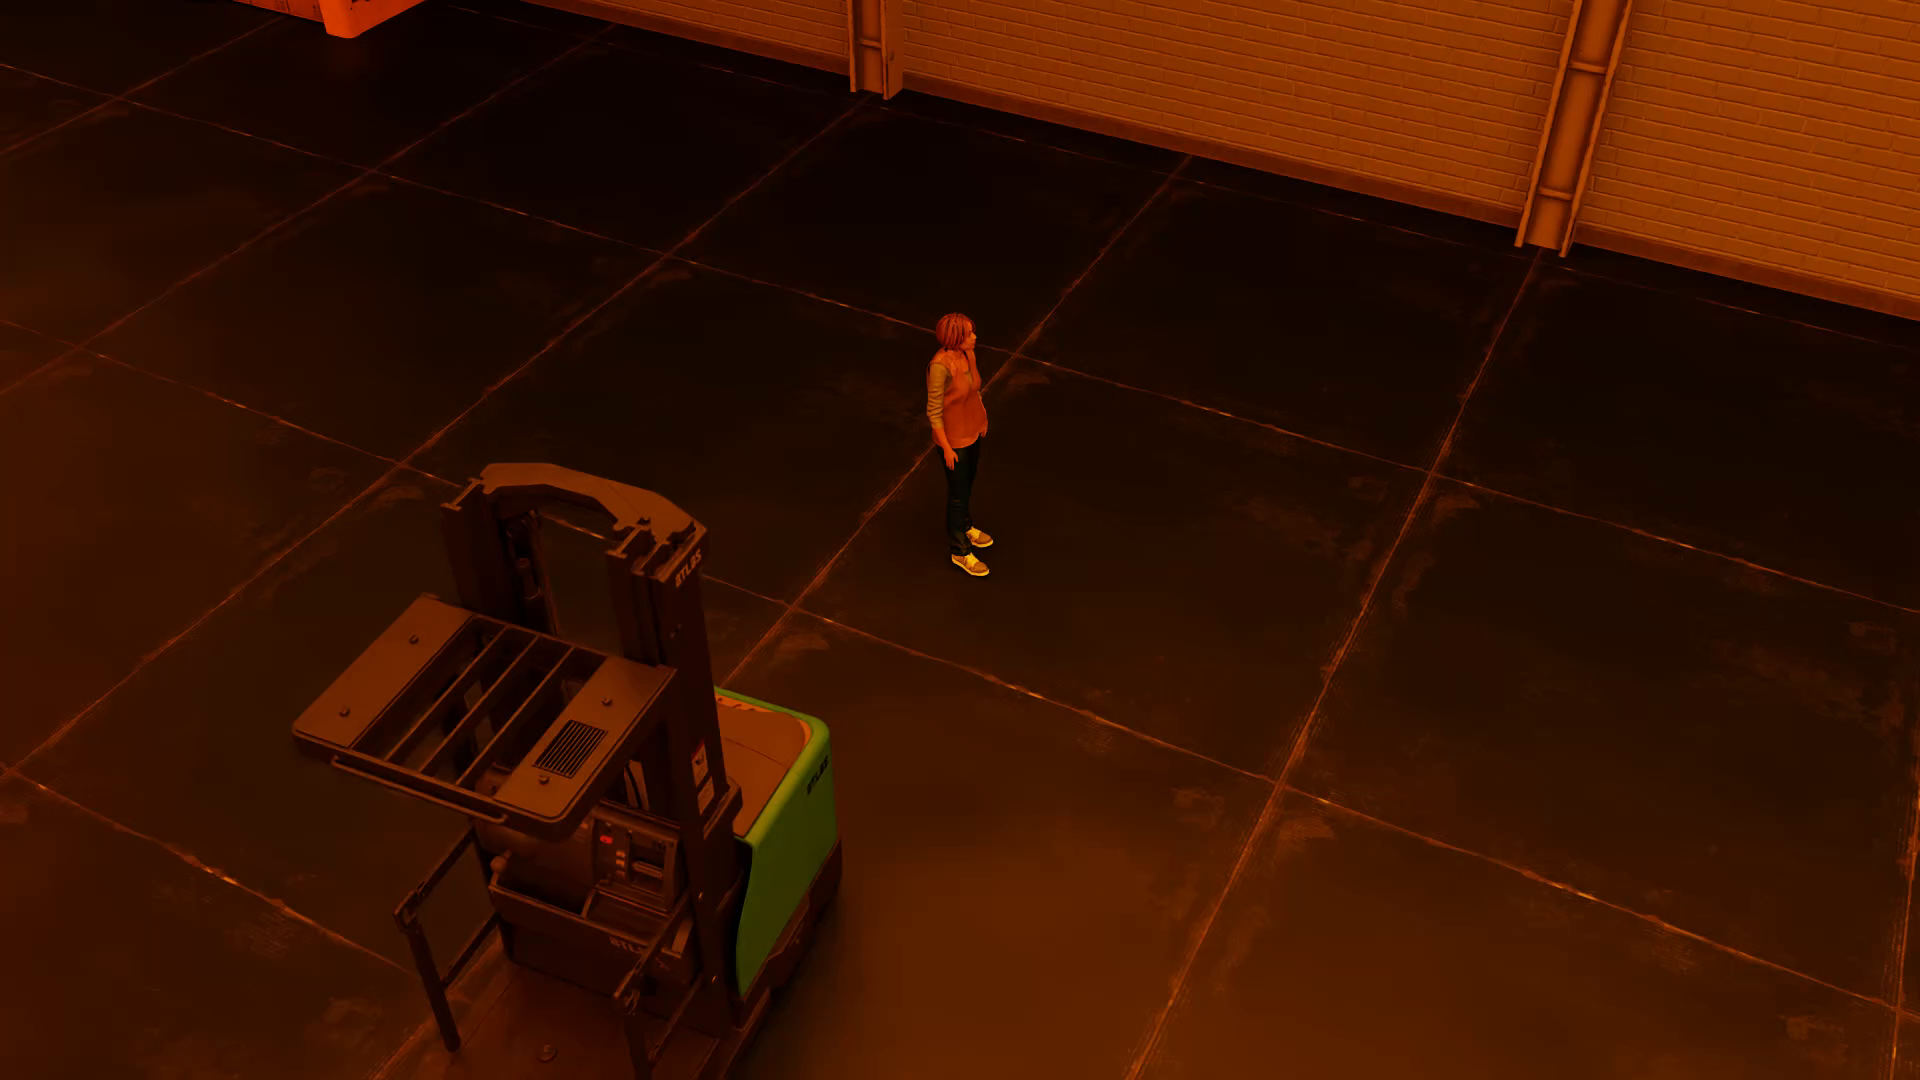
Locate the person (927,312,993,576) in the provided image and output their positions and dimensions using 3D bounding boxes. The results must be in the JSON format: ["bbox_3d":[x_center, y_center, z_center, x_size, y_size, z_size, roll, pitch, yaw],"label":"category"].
[{"bbox_3d":[0.059,-0.587,9.707,0.476,1.597,0.520,18,43,21],"label":"person"}]

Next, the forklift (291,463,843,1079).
[{"bbox_3d":[-1.611,1.289,6.456,1.130,2.935,3.031,15,42,17],"label":"forklift"}]
